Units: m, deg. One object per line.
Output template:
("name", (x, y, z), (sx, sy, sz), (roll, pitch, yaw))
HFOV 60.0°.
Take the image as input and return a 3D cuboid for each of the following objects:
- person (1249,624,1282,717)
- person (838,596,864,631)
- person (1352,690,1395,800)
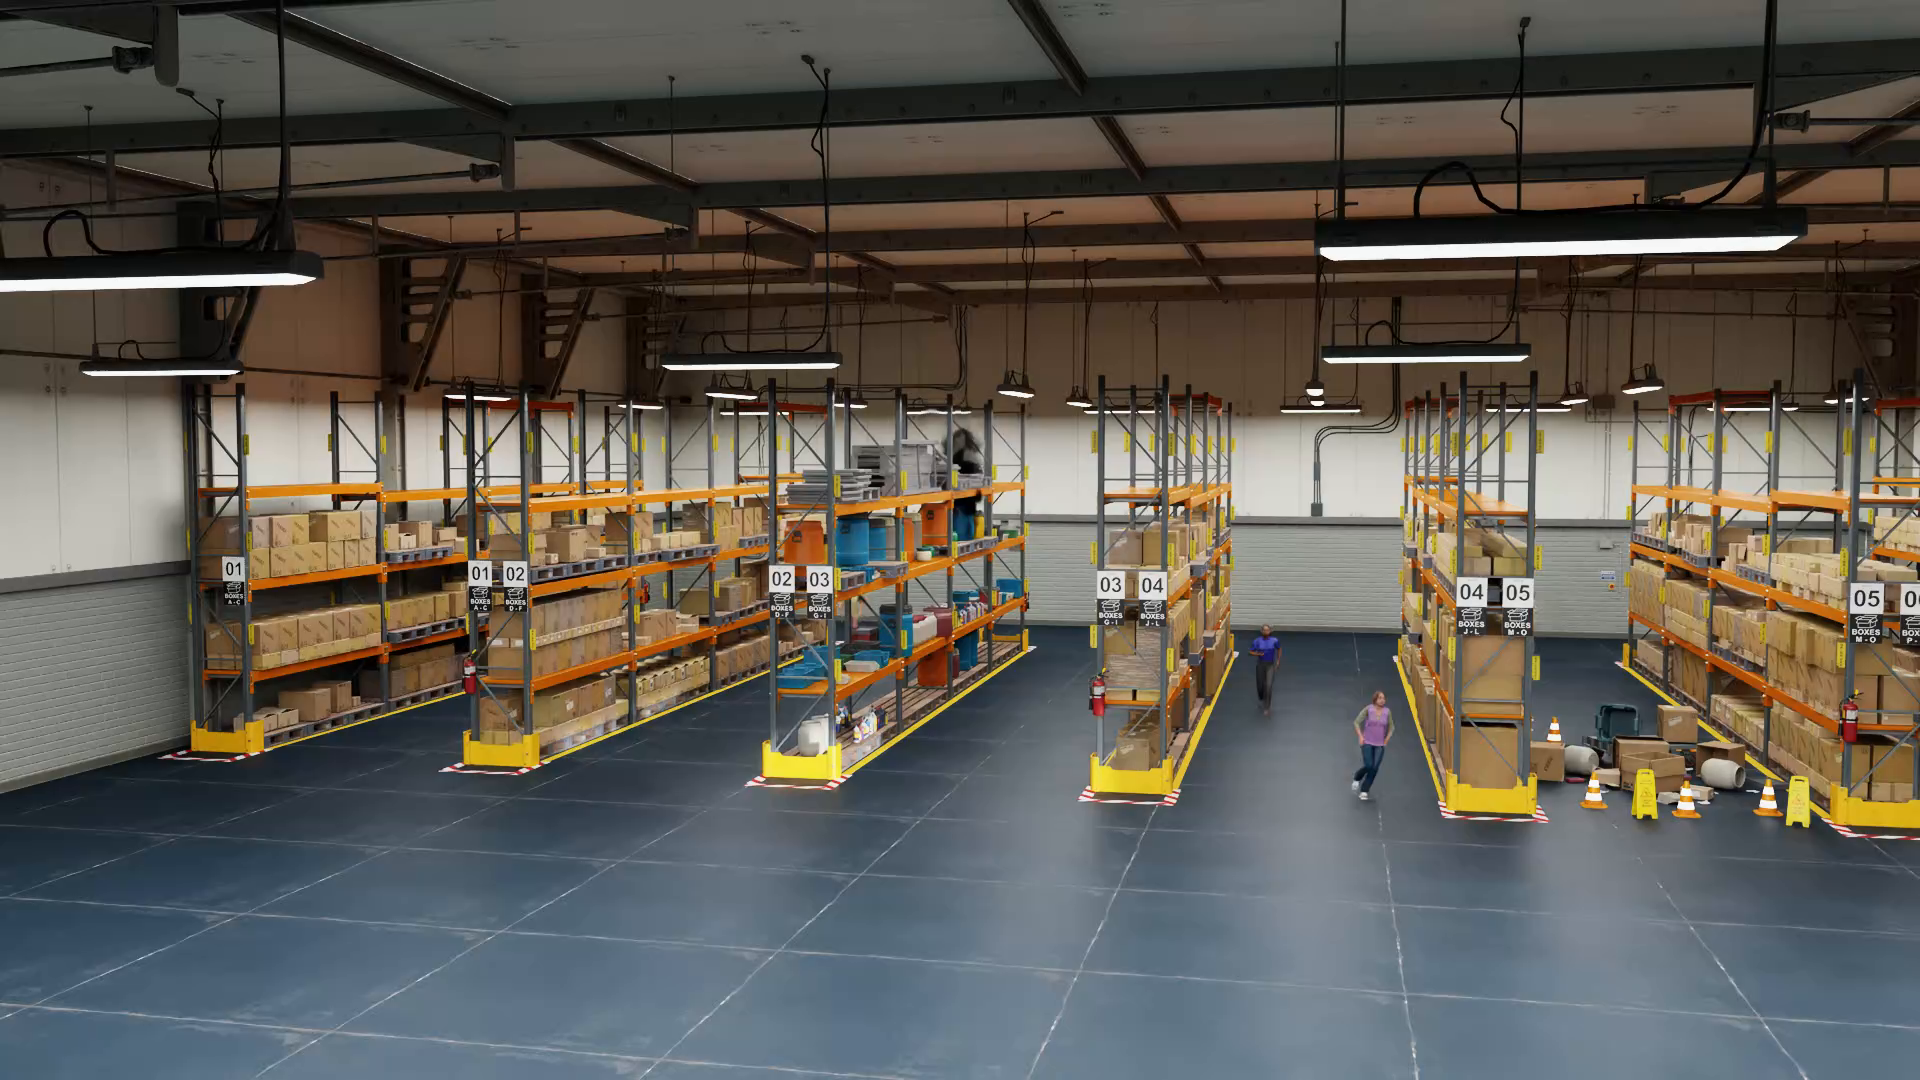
("person", (5.687, 2.395, 30.977), (0.609, 1.666, 0.863), (1, 3, 9))
("person", (-2.437, 1.760, 37.154), (0.578, 1.670, 0.791), (0, 3, -4))
("person", (5.851, 2.890, 23.441), (0.557, 1.542, 0.514), (0, 3, -4))
